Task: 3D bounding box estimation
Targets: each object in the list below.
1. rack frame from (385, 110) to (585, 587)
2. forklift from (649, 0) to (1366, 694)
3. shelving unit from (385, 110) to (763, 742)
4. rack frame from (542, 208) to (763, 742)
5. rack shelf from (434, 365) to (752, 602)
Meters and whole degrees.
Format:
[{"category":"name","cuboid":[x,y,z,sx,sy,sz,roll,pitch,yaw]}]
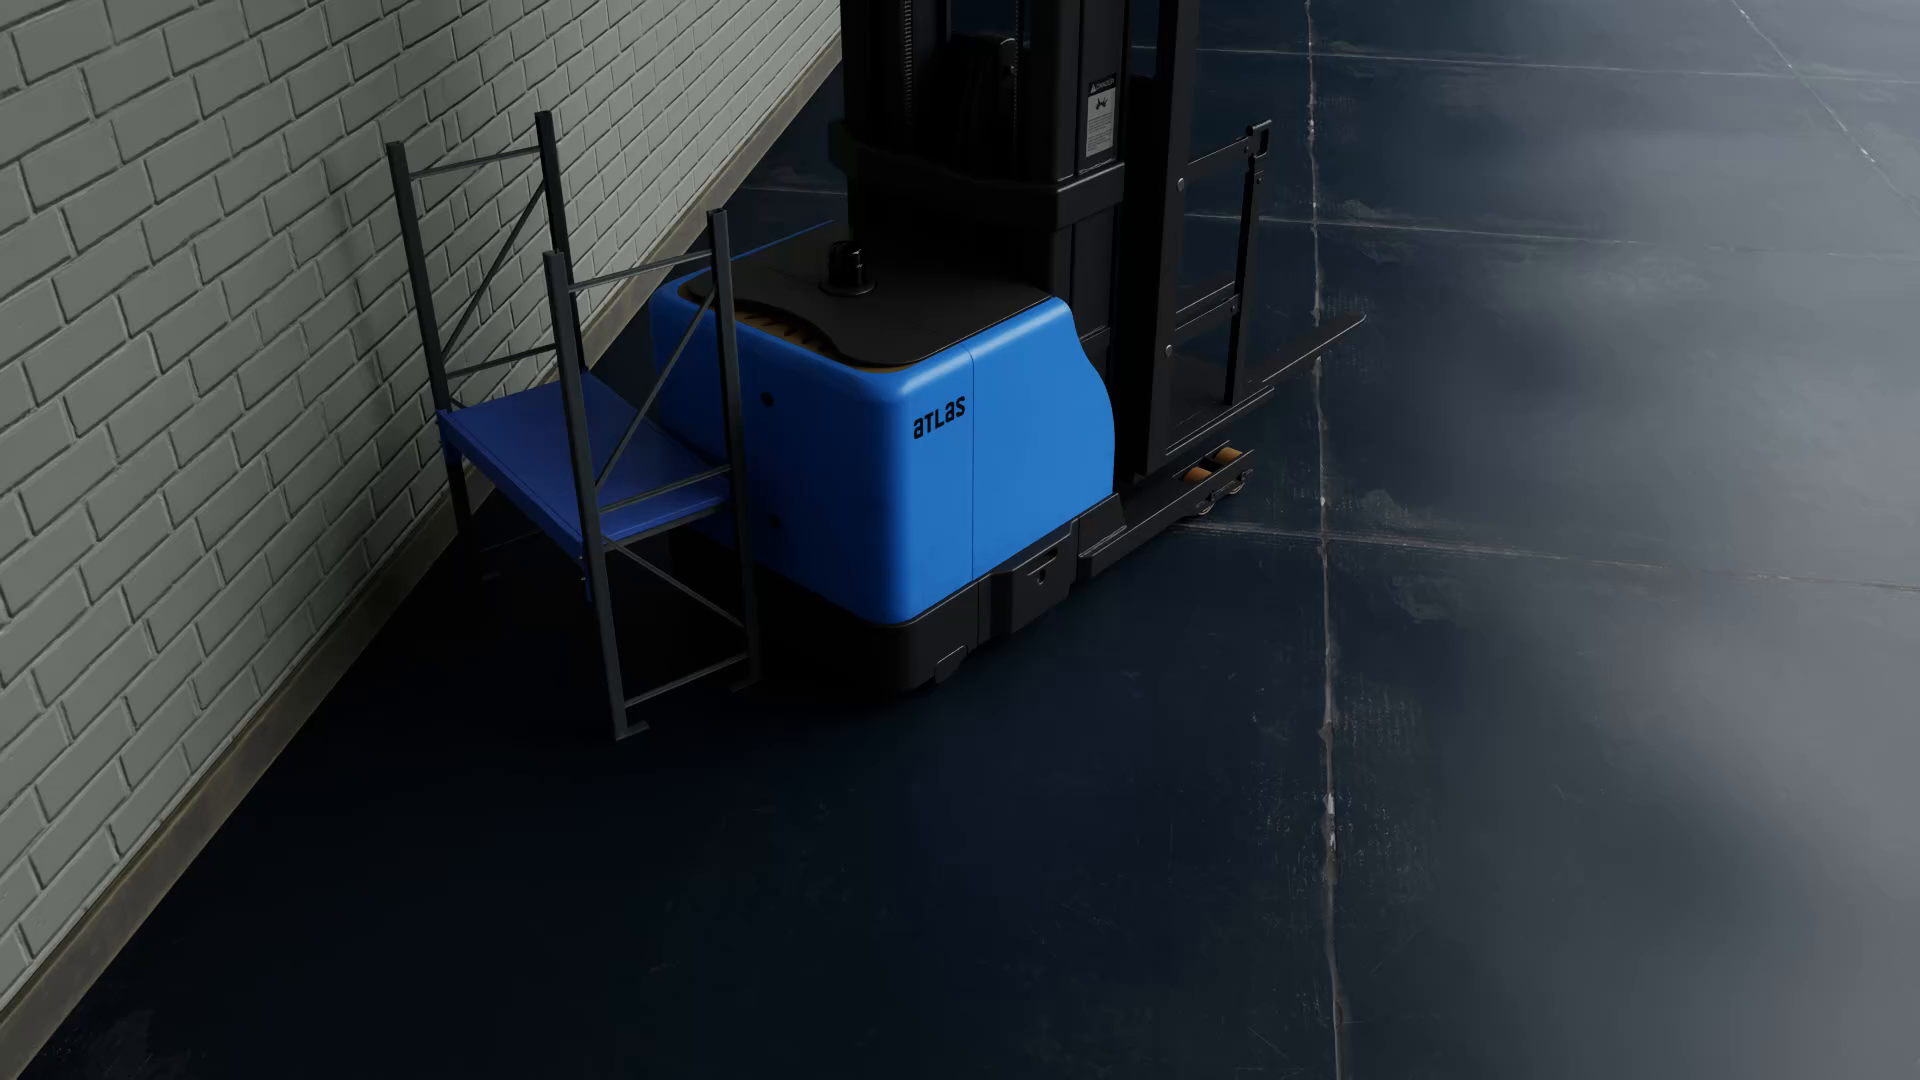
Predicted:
[{"category":"rack frame","cuboid":[-1.425,-0.565,5.239,0.500,1.500,0.032,-22,38,-31]},{"category":"forklift","cuboid":[0.412,-1.490,5.368,1.130,2.935,3.031,25,40,34]},{"category":"shelving unit","cuboid":[-1.117,-0.351,4.897,0.538,1.500,1.048,-22,38,-31]},{"category":"rack frame","cuboid":[-0.808,-0.137,4.555,0.500,1.500,0.032,-22,38,-31]},{"category":"rack shelf","cuboid":[-1.117,-0.198,4.992,0.538,0.185,1.000,-22,38,-31]}]
